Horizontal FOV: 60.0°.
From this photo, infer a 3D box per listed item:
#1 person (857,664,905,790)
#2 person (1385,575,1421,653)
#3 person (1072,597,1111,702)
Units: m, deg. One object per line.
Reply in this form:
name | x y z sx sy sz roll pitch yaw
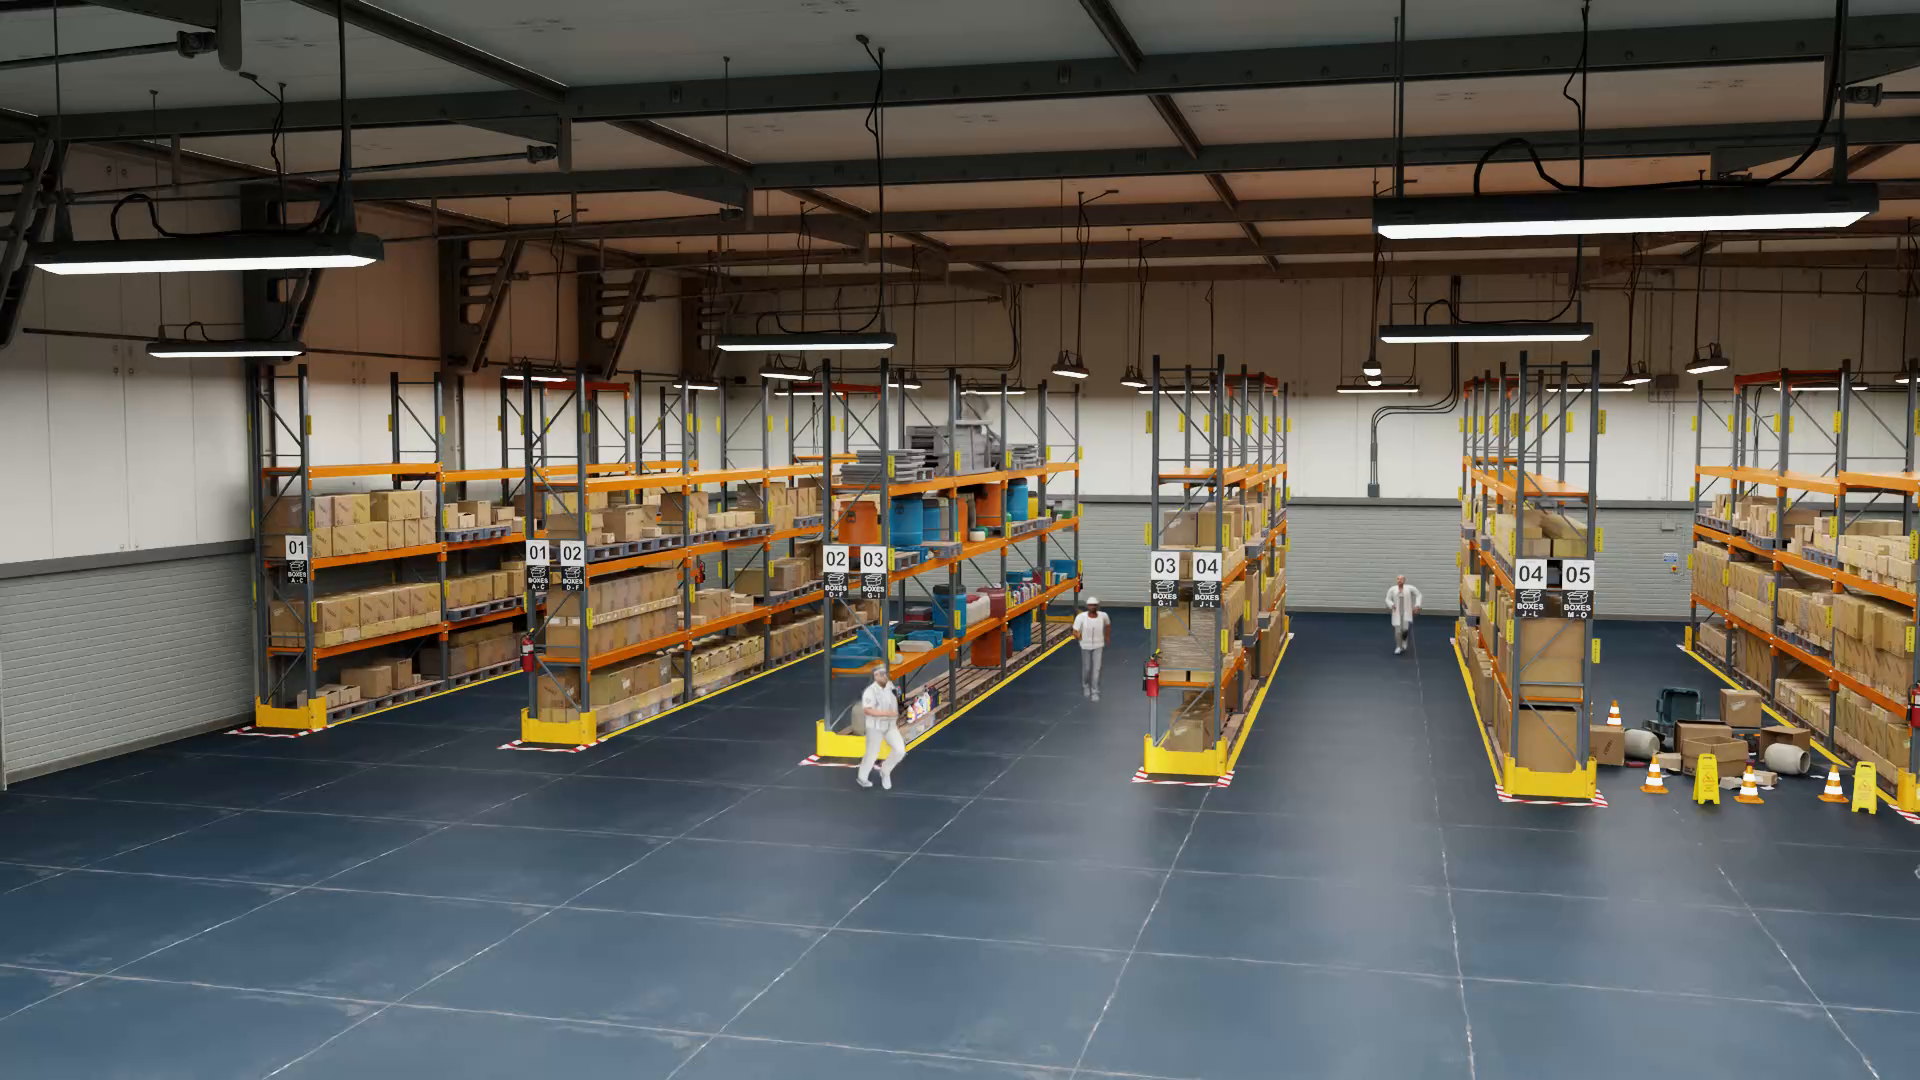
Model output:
person | -1.051 2.549 22.728 0.679 1.761 0.859 -3 5 -36
person | 9.685 1.720 36.403 0.741 1.550 0.774 2 4 22
person | 2.274 1.861 28.653 0.681 1.788 0.878 0 4 -1
